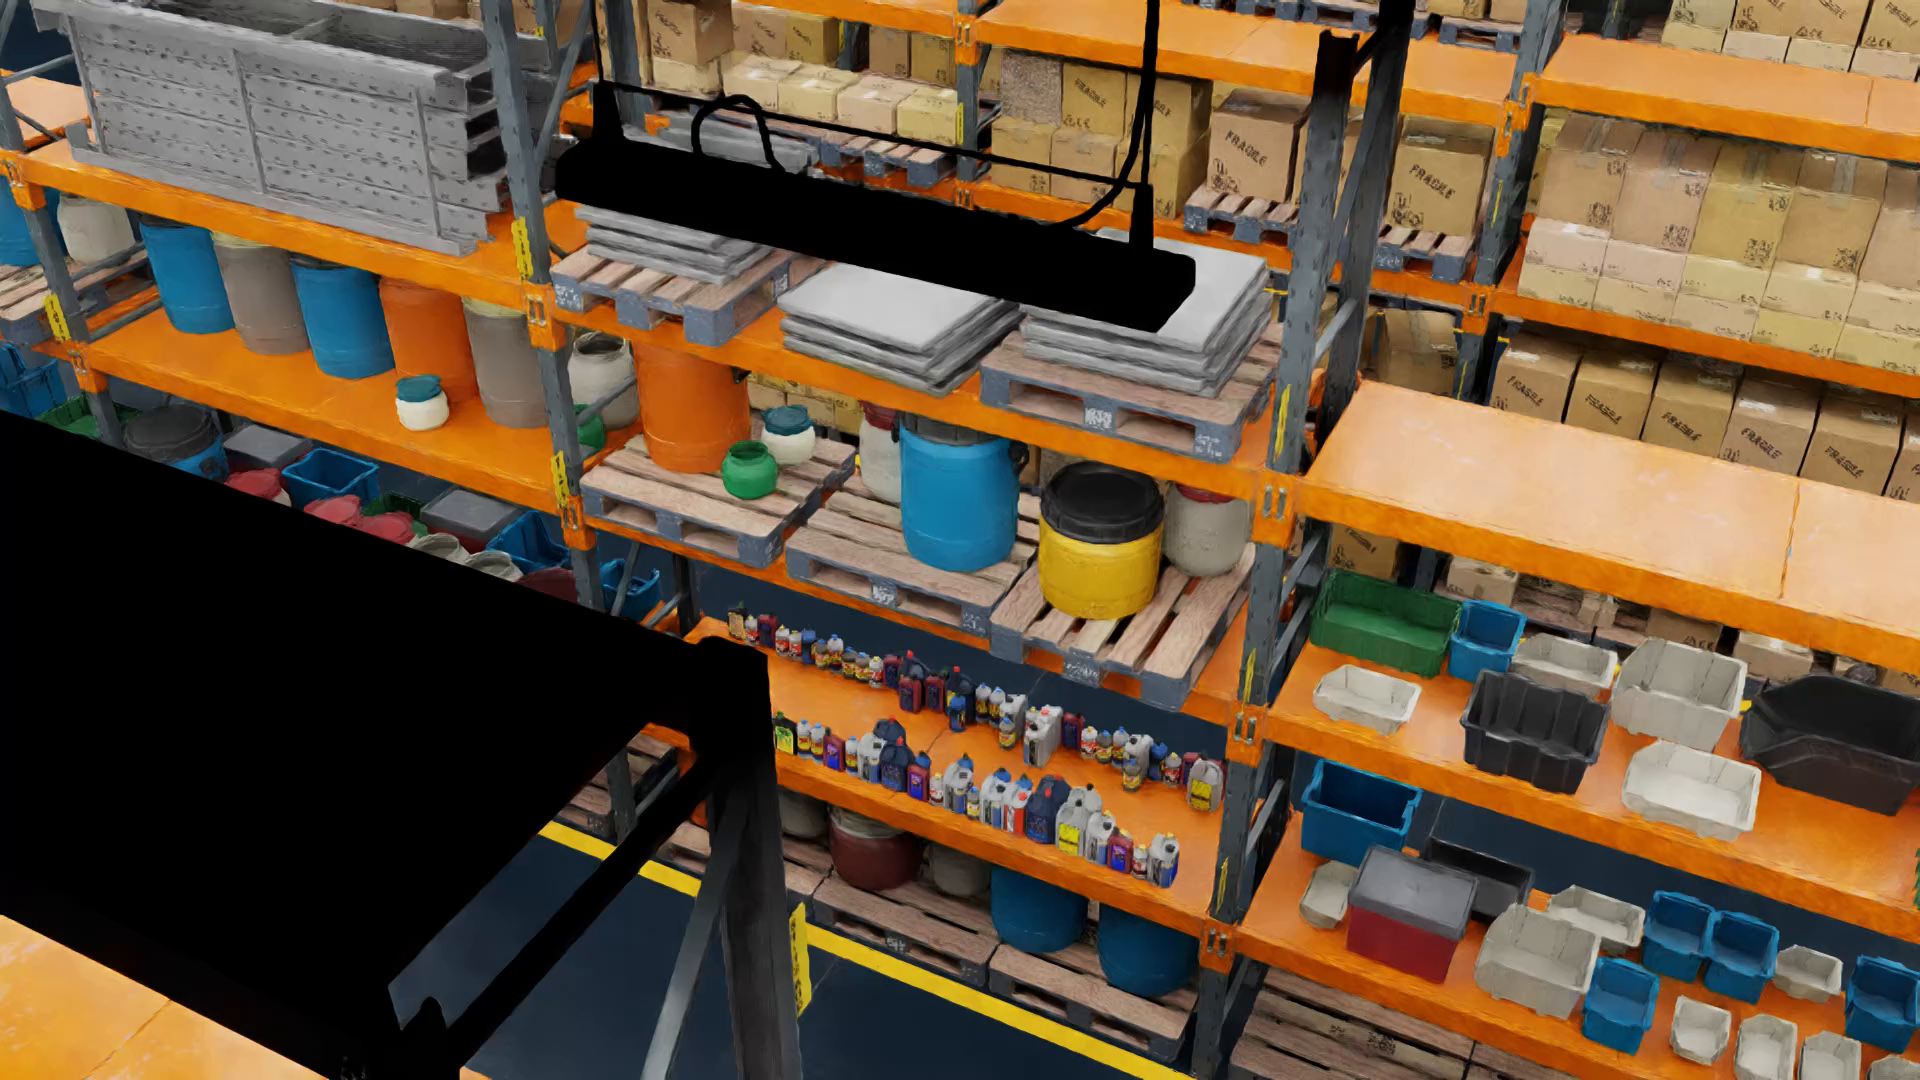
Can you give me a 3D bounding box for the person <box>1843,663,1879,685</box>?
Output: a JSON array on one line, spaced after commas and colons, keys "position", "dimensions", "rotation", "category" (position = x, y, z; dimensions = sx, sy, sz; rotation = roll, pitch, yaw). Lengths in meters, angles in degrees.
[{"position": [5.383, 1.424, 10.381], "dimensions": [0.565, 1.653, 0.530], "rotation": [29, 44, 35], "category": "person"}]
